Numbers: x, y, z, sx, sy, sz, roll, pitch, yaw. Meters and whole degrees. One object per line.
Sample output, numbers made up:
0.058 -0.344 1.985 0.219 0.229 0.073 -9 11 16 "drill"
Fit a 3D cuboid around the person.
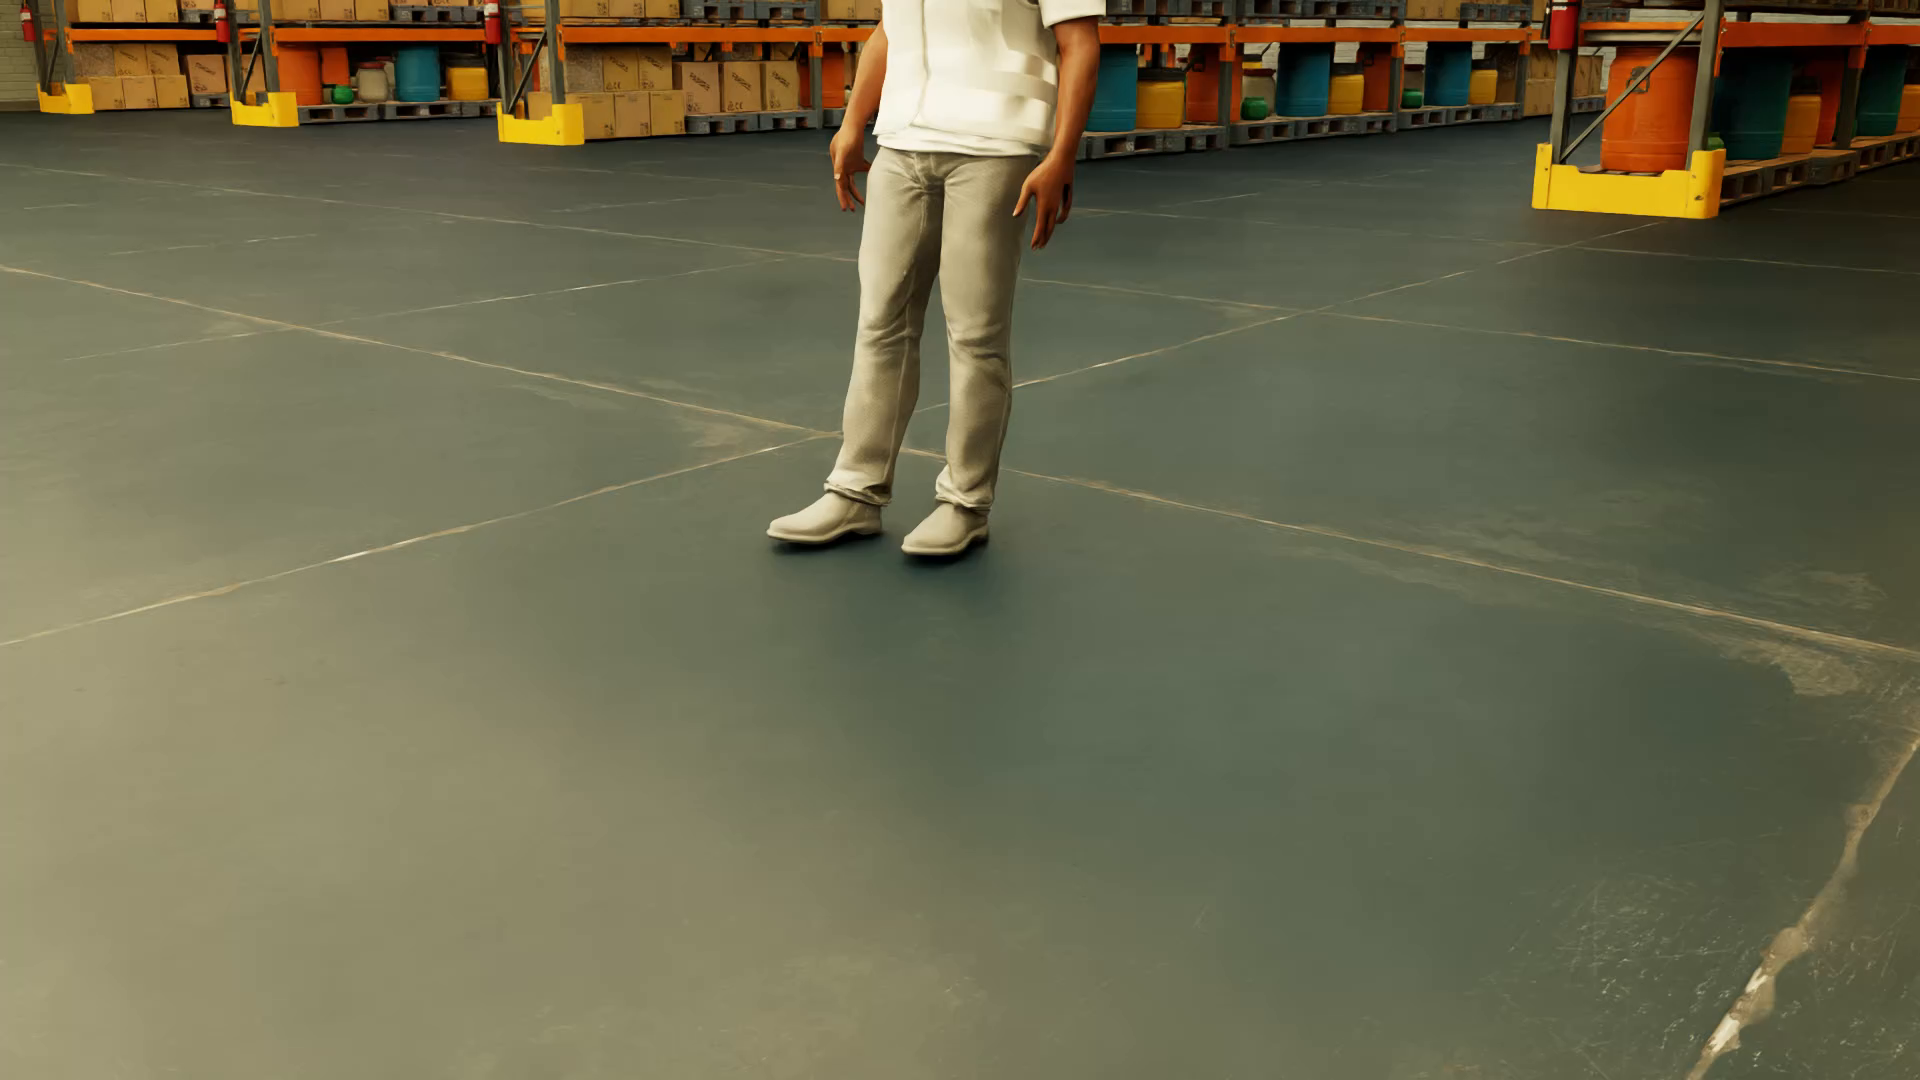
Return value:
-0.049 -0.838 3.635 0.665 1.768 0.575 13 21 37 "person"
